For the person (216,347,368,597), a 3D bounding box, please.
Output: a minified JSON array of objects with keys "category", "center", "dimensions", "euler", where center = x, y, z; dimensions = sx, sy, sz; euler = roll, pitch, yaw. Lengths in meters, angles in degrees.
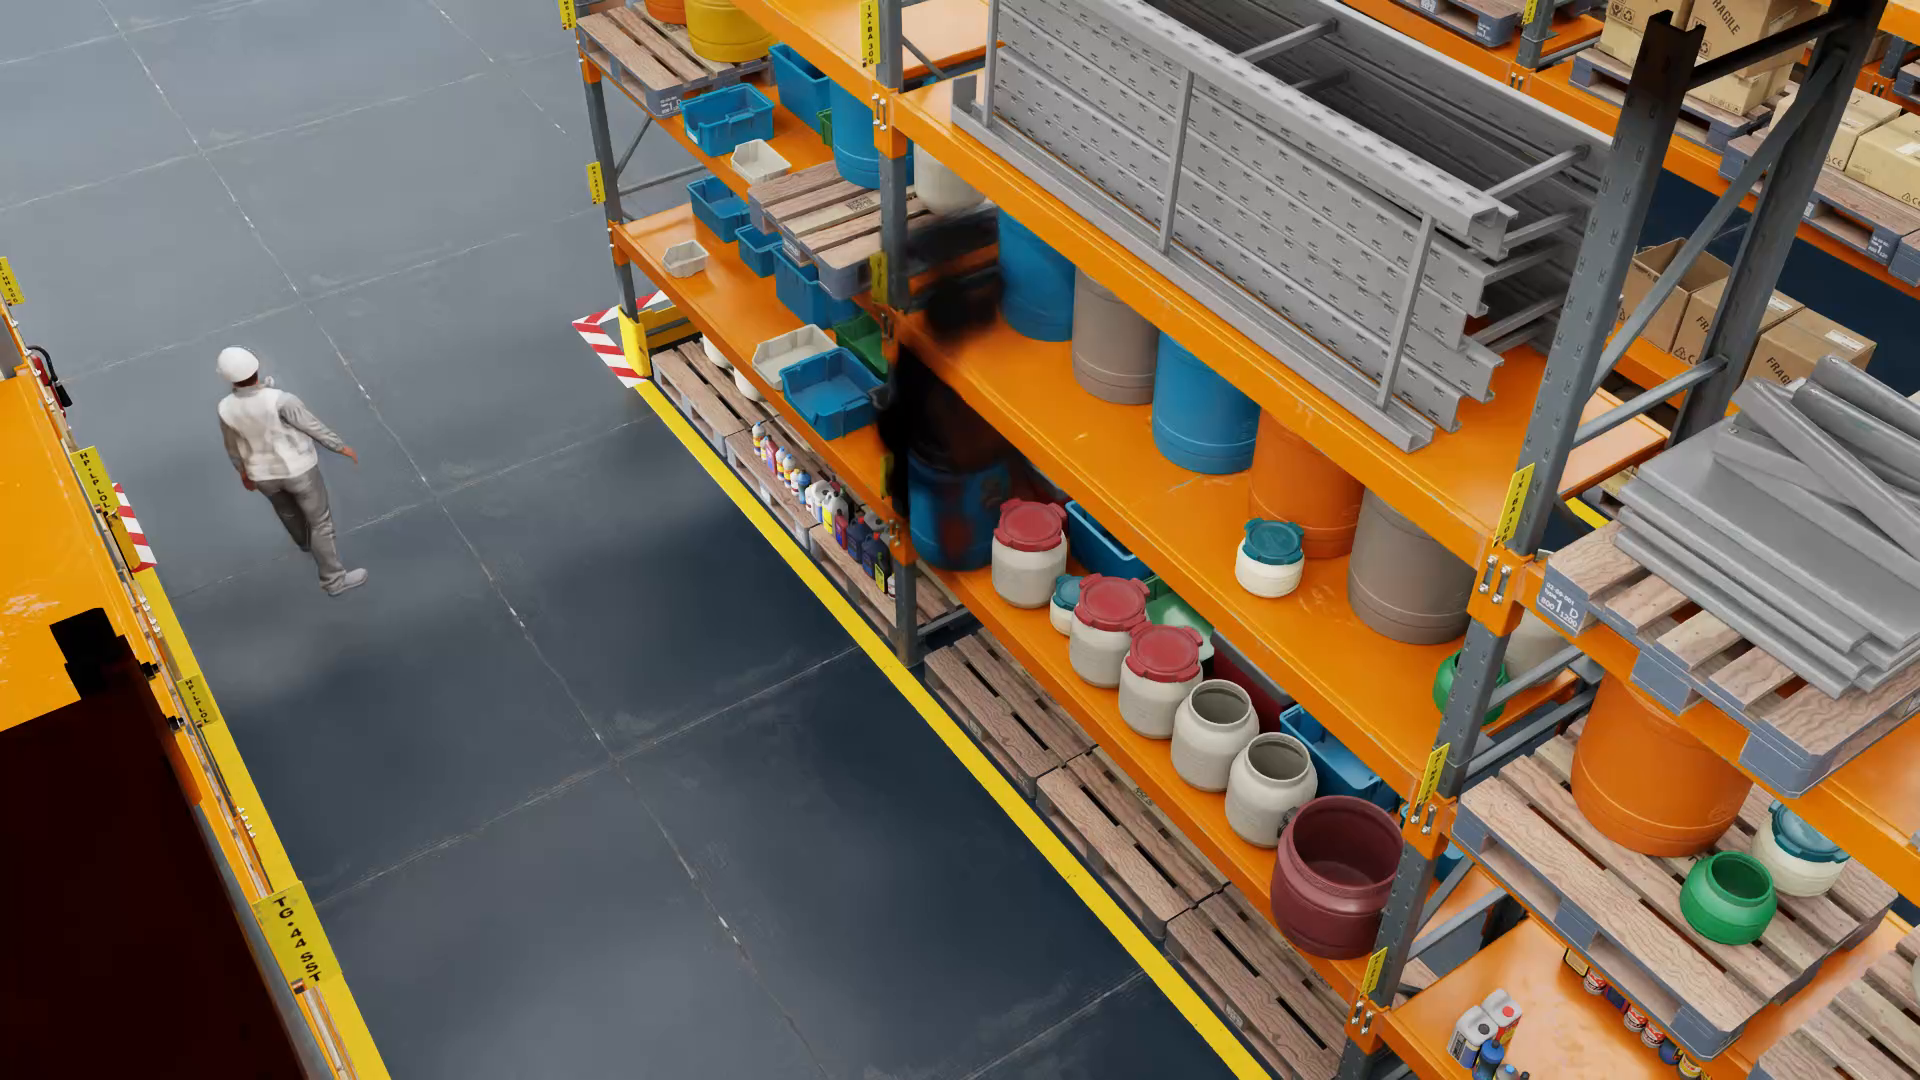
[{"category":"person","center":[-4.257,-0.486,10.637],"dimensions":[0.744,1.761,0.767],"euler":[-1,43,-1]}]
